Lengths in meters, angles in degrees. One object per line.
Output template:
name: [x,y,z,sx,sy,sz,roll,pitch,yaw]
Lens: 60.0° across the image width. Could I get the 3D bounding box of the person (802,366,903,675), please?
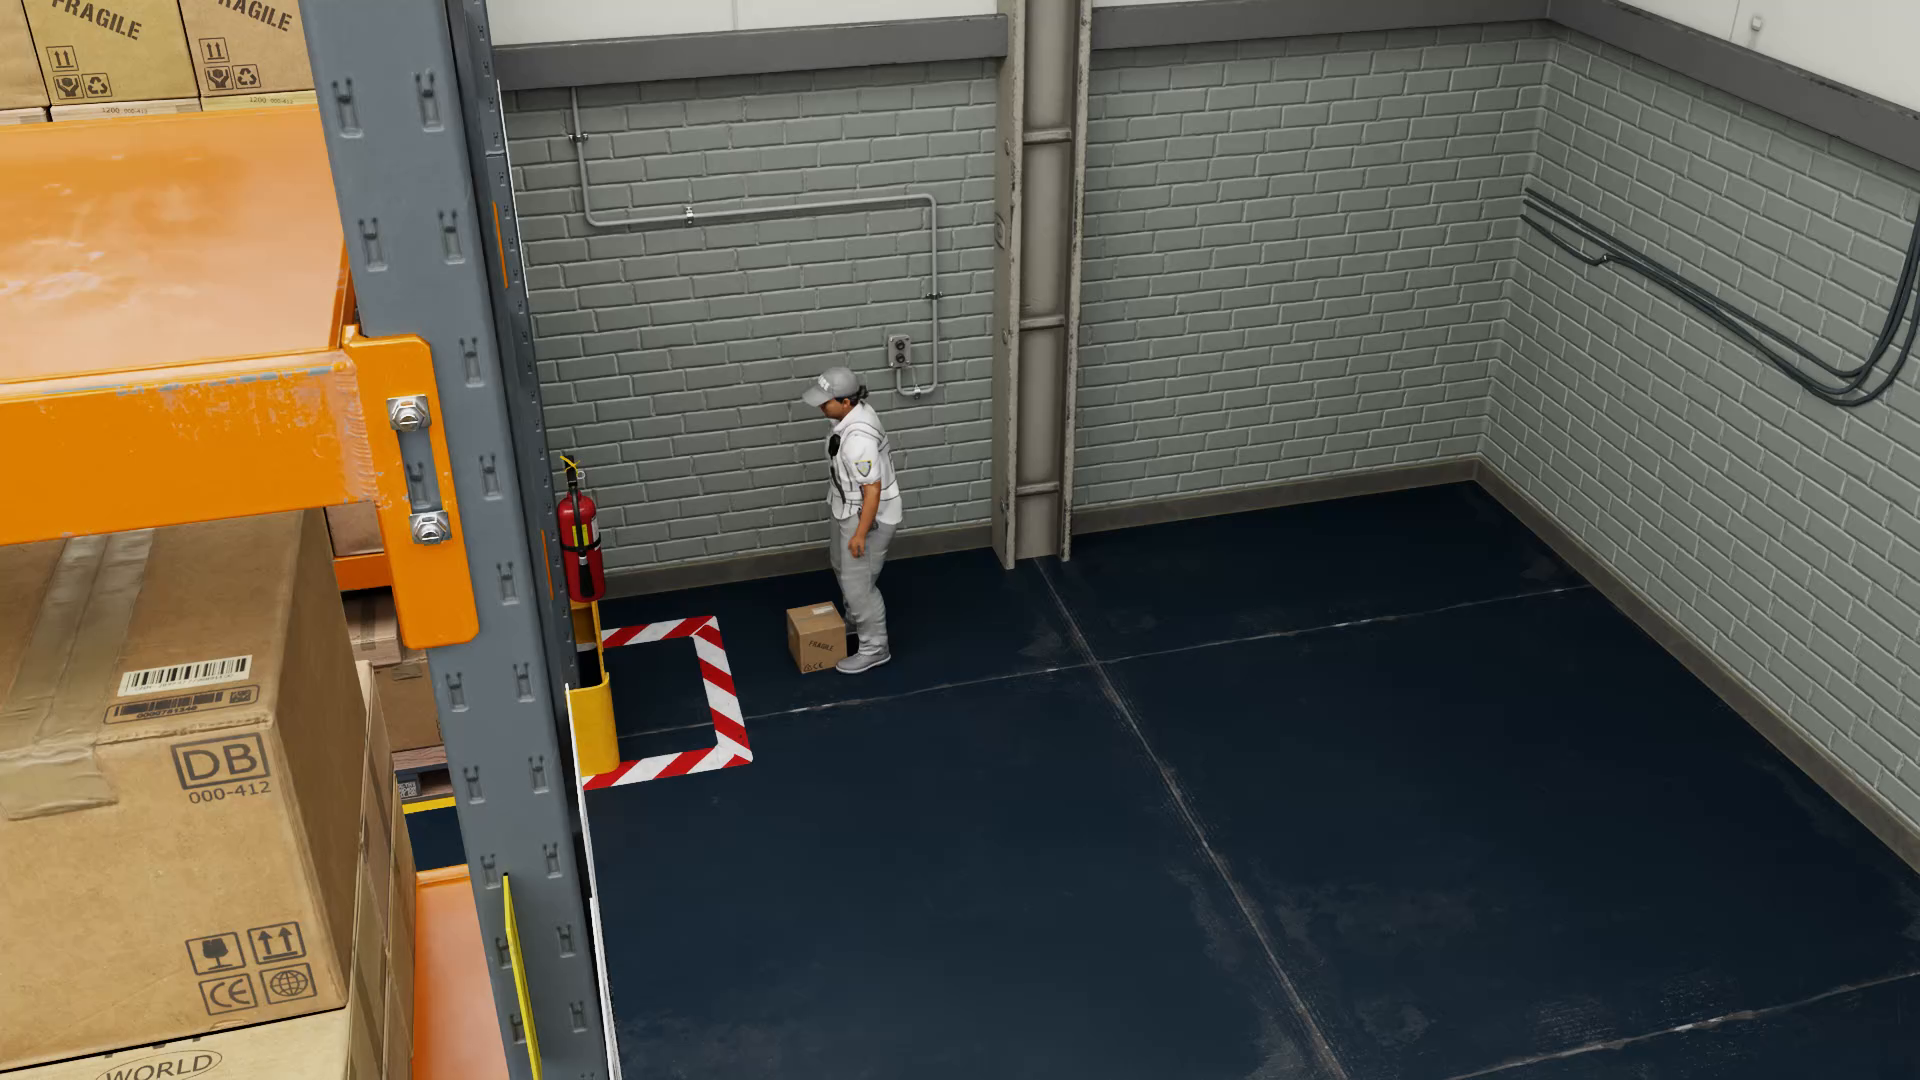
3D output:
person: [-0.542,-0.129,8.444,0.467,1.667,0.540,-8,31,-13]
